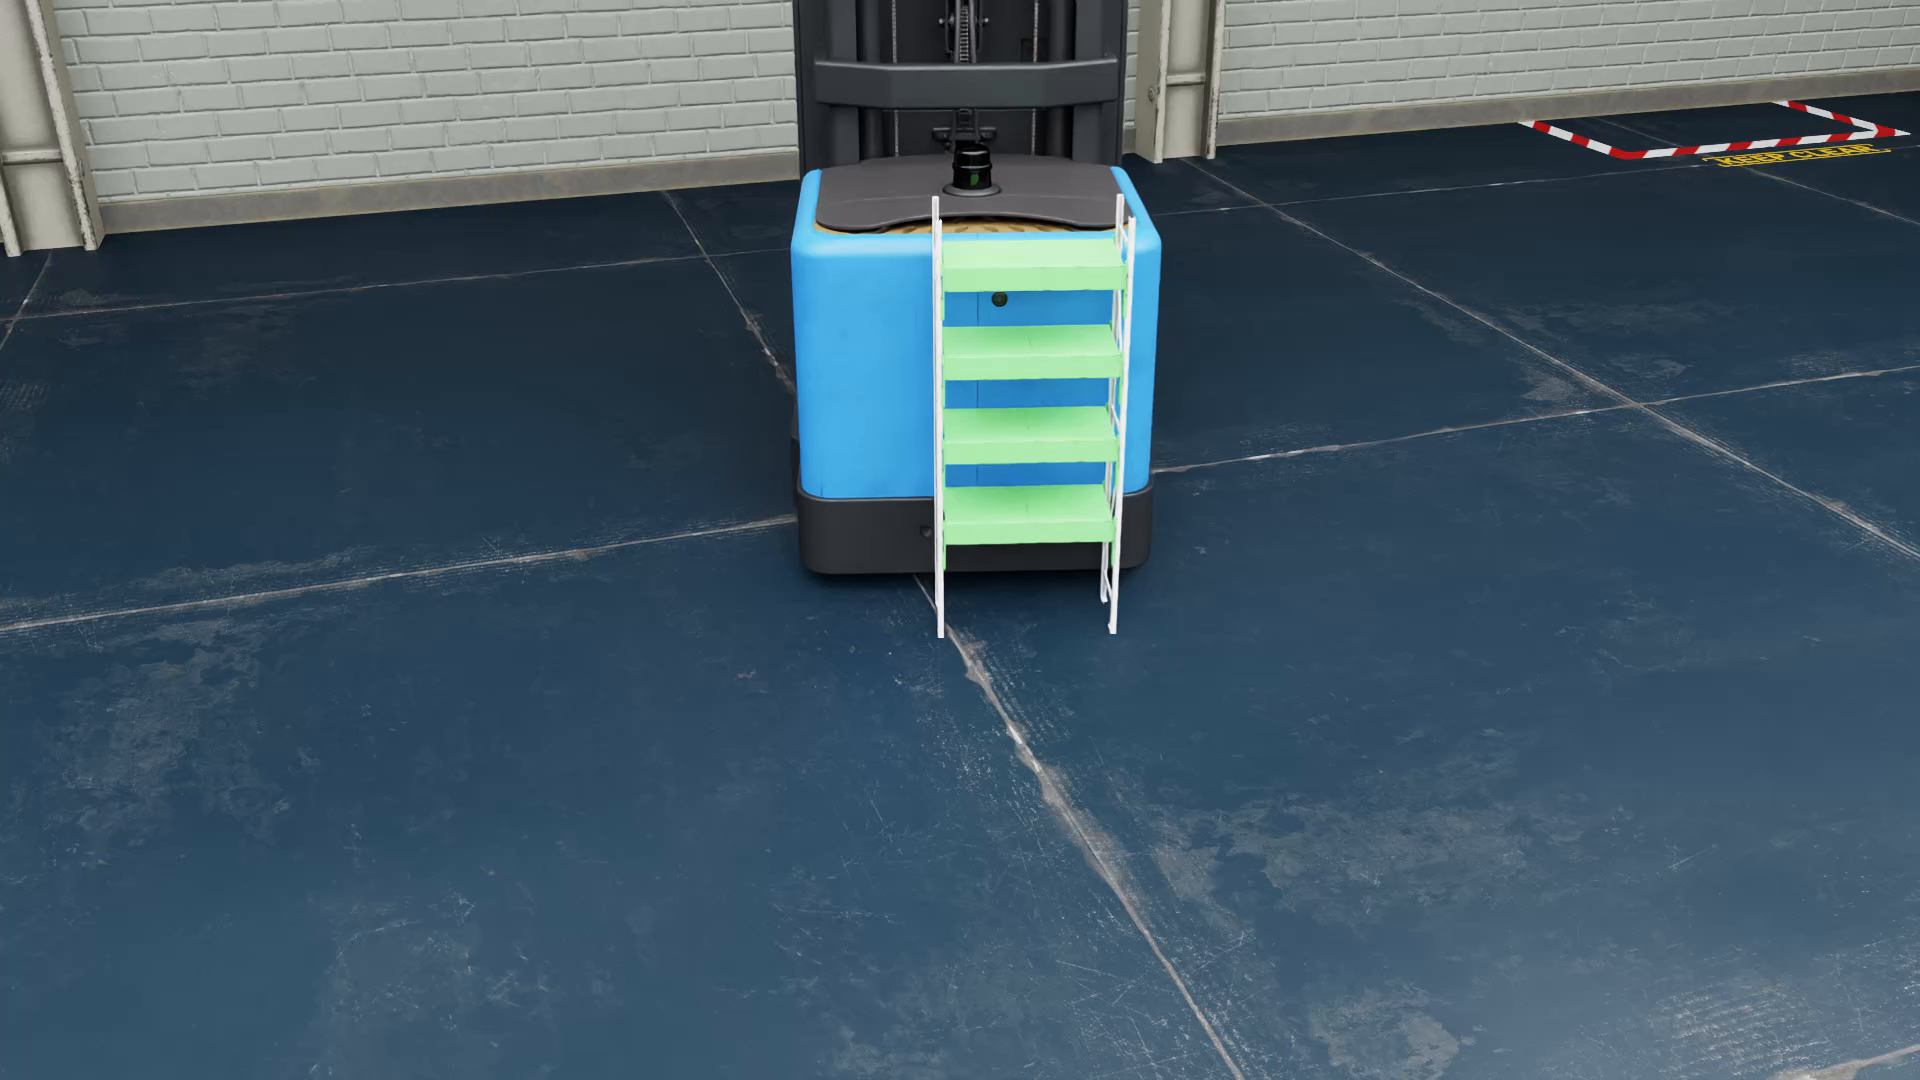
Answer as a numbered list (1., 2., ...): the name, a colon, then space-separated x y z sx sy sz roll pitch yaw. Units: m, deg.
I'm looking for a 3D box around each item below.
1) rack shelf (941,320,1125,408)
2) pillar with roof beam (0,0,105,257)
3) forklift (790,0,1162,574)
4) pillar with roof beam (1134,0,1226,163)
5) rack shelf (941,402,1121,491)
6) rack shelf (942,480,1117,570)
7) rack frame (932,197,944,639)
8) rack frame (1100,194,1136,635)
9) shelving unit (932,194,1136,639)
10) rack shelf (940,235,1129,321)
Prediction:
1. rack shelf: 0.185 -0.474 4.460 0.480 0.148 0.258 -1 26 -2
2. pillar with roof beam: -3.106 -3.665 2.512 0.400 9.000 9.100 -8 28 -16
3. forklift: -0.009 -1.827 5.634 1.130 2.935 3.031 -1 26 -2
4. pillar with roof beam: 2.599 -4.491 4.176 0.400 9.000 9.100 -8 28 -16
5. rack shelf: 0.185 -0.259 4.567 0.480 0.148 0.258 -1 26 -2
6. rack shelf: 0.185 -0.044 4.673 0.480 0.148 0.258 -1 26 -2
7. rack frame: -0.059 -0.311 4.528 0.015 1.200 0.240 -1 26 -2
8. rack frame: 0.428 -0.322 4.549 0.015 1.200 0.240 -1 26 -2
9. shelving unit: 0.185 -0.317 4.538 0.503 1.200 0.258 -1 26 -2
10. rack shelf: 0.185 -0.689 4.353 0.480 0.148 0.258 -1 26 -2
